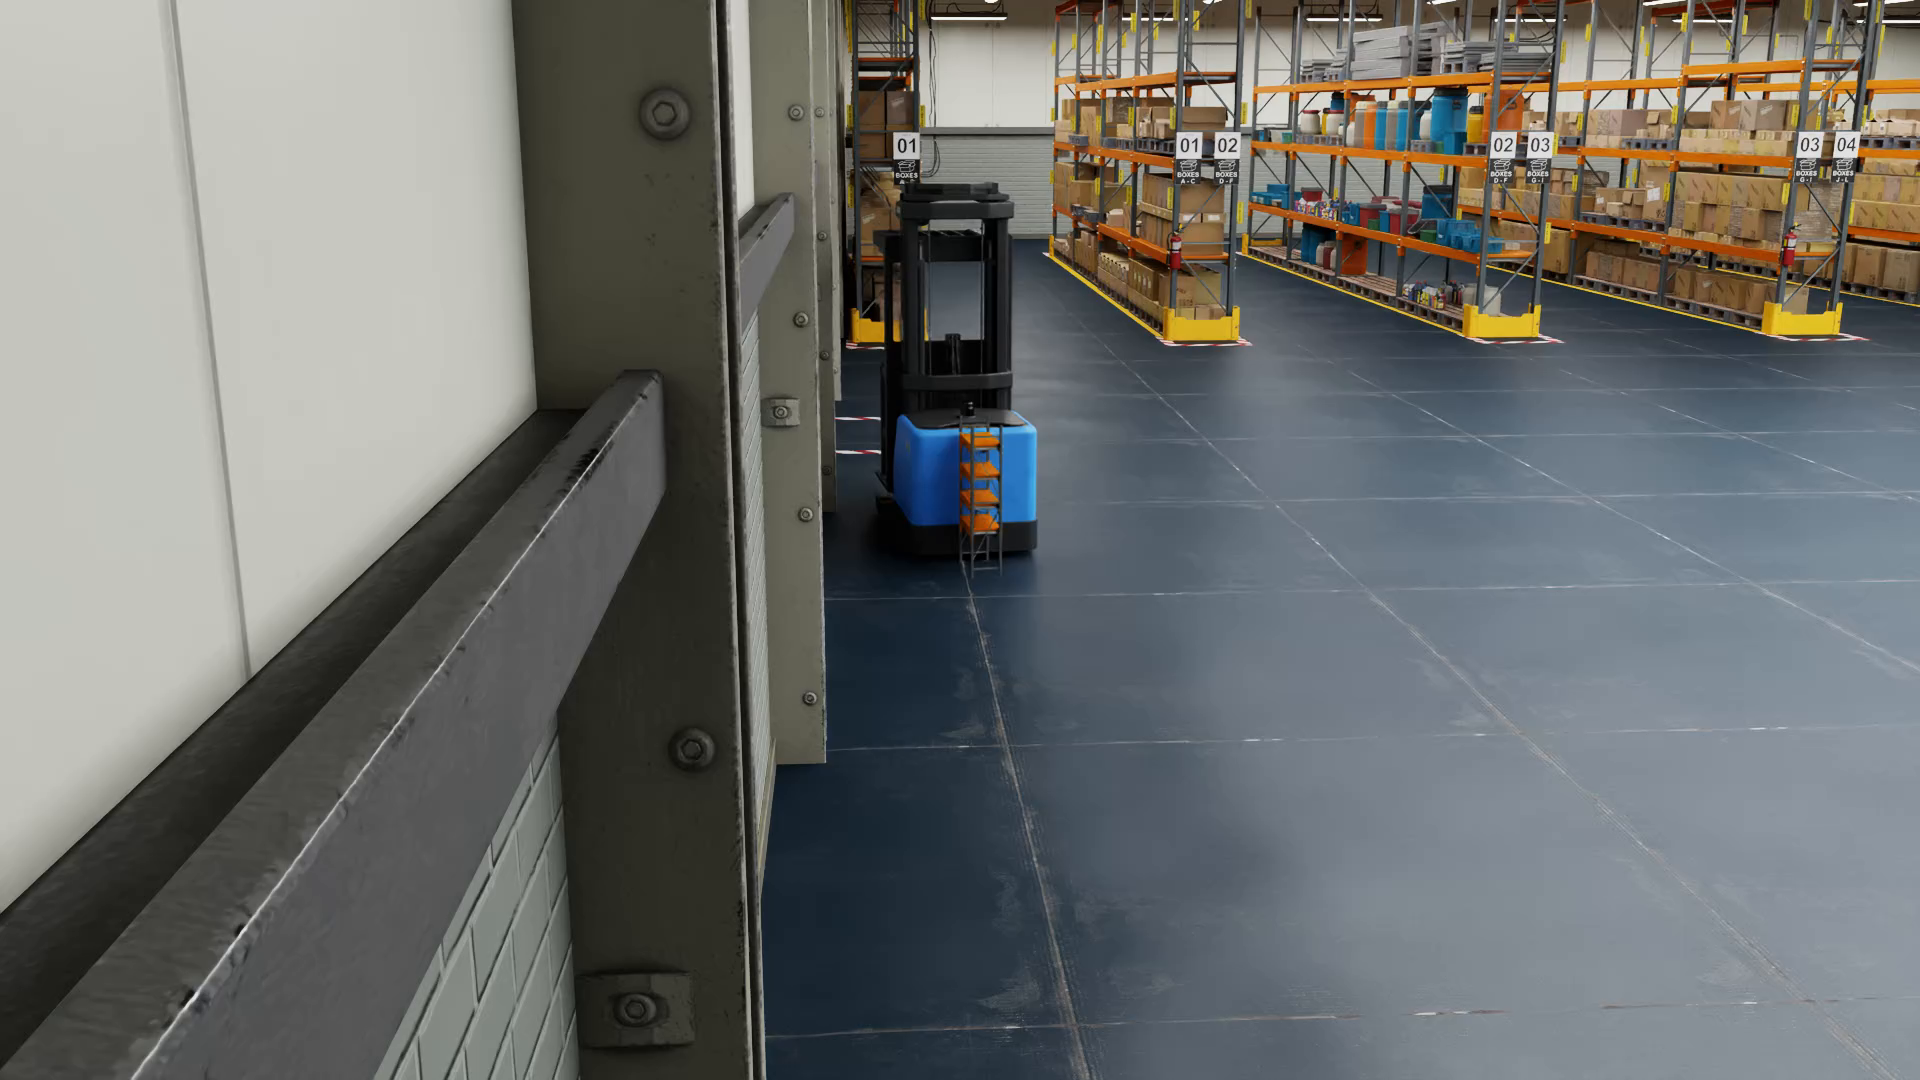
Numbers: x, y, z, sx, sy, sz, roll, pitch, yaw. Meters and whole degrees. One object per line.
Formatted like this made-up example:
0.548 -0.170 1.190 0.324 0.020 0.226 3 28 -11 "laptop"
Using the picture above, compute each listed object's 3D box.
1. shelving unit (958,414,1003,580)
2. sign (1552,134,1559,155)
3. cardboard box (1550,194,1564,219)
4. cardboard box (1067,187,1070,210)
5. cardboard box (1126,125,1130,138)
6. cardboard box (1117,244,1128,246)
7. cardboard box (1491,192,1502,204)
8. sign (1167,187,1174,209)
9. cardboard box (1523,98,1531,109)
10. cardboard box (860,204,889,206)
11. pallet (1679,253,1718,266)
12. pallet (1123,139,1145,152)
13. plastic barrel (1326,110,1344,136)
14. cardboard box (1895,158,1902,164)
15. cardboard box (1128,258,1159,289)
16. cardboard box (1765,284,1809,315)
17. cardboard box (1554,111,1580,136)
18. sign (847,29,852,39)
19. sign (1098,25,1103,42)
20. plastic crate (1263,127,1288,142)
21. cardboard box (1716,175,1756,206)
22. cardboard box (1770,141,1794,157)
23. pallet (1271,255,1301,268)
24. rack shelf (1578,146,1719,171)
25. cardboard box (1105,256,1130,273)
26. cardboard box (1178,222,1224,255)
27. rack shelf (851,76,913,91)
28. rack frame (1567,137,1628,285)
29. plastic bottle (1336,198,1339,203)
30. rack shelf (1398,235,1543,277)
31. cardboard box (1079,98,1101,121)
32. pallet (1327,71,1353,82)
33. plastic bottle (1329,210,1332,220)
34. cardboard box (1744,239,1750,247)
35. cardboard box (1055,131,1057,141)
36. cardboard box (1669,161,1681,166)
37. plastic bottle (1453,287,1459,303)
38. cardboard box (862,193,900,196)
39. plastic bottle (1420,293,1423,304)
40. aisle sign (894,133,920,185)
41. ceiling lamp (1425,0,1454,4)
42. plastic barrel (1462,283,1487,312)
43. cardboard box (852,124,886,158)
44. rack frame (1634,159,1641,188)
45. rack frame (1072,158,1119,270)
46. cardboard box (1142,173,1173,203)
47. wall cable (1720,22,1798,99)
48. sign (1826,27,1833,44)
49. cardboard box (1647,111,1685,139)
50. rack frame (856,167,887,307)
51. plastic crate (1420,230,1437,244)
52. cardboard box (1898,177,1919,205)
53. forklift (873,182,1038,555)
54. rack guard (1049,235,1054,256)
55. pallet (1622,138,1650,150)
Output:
0.158 -0.341 12.945 0.258 1.200 0.503 -3 15 -10 "shelving unit"
9.318 -6.196 26.050 0.100 0.325 0.005 -1 14 -3 "sign"
12.913 -7.089 35.358 0.500 0.500 0.500 -1 14 -4 "cardboard box"
2.760 -7.937 38.655 0.500 0.500 0.500 0 14 -2 "cardboard box"
3.487 -7.845 31.933 0.500 0.250 0.500 -1 14 -5 "cardboard box"
3.484 -6.150 36.044 0.500 0.500 0.500 -1 14 -5 "cardboard box"
12.679 -7.970 38.685 0.500 0.250 0.500 -1 14 -4 "cardboard box"
3.282 -5.327 25.910 0.100 0.325 0.005 -1 14 -3 "sign"
12.916 -10.142 38.657 0.500 0.250 0.500 -2 15 -7 "cardboard box"
-1.382 -5.118 26.654 0.500 0.500 0.500 -1 14 -3 "cardboard box"
17.848 -6.660 39.487 1.003 0.211 1.213 -1 14 -3 "pallet"
3.509 -7.230 30.471 0.805 0.209 1.217 -1 15 -6 "pallet"
8.012 -8.882 35.390 0.433 0.535 0.433 0 14 0 "plastic barrel"
22.575 -9.056 39.694 0.380 0.149 0.250 -1 14 -4 "cardboard box"
3.293 -4.766 29.699 0.500 0.500 0.500 -1 14 -3 "cardboard box"
13.690 -3.956 27.557 0.500 0.500 0.500 2 15 7 "cardboard box"
12.965 -8.866 35.402 0.500 0.500 0.500 0 14 0 "cardboard box"
-2.169 -9.993 32.614 0.100 0.325 0.005 -1 14 -3 "sign"
2.788 -10.031 32.920 0.100 0.325 0.005 -1 14 -3 "sign"
7.597 -9.749 40.002 0.504 0.338 0.767 -1 14 -3 "plastic crate"
13.343 -5.991 28.486 0.500 0.500 0.500 -1 14 -3 "cardboard box"
13.428 -6.304 26.789 0.500 0.250 0.500 -1 14 -2 "cardboard box"
7.940 -6.548 39.051 1.003 0.211 1.213 -1 14 -3 "pallet"
13.340 -7.404 32.209 1.077 0.370 4.000 -1 14 -3 "rack shelf"
3.138 -5.397 32.532 0.500 0.311 0.500 -1 14 -5 "cardboard box"
3.808 -4.821 26.542 0.700 0.500 0.500 -1 14 -3 "cardboard box"
-1.492 -8.434 30.993 1.077 0.370 4.000 -1 14 -3 "rack shelf"
13.216 -6.798 34.426 1.000 3.000 0.127 -1 14 -3 "rack frame"
8.420 -7.423 36.954 0.144 0.351 0.185 -1 14 -3 "plastic bottle"
8.644 -4.881 28.419 1.077 0.370 4.000 -1 14 -3 "rack shelf"
3.012 -9.746 37.659 0.700 0.500 0.500 -1 14 -3 "cardboard box"
8.259 -9.521 34.154 1.213 0.211 1.003 -1 14 -3 "pallet"
7.812 -6.830 34.949 0.097 0.201 0.097 0 14 0 "plastic bottle"
13.432 -5.003 27.955 0.380 0.149 0.250 -1 14 -3 "cardboard box"
2.611 -9.884 40.701 0.500 0.250 0.500 -1 14 -3 "cardboard box"
17.523 -9.018 40.251 0.500 0.500 0.500 -1 14 -5 "cardboard box"
8.779 -4.332 29.412 0.061 0.283 0.133 -1 14 -3 "plastic bottle"
-1.465 -6.264 31.270 0.700 0.500 0.500 1 14 4 "cardboard box"
8.162 -4.259 29.294 0.097 0.201 0.097 0 14 0 "plastic bottle"
-0.816 -5.824 25.426 0.394 0.787 0.004 -1 14 -3 "aisle sign"
10.870 -13.284 35.882 0.800 3.185 2.000 -1 14 -3 "ceiling lamp"
8.620 -4.017 27.770 0.421 0.512 0.421 0 14 0 "plastic barrel"
-1.398 -6.189 25.801 0.500 0.500 0.500 0 14 1 "cardboard box"
17.677 -8.839 42.359 1.000 3.000 0.127 -1 14 -3 "rack frame"
3.081 -7.640 37.702 1.000 3.000 0.127 -1 14 -3 "rack frame"
3.610 -6.217 29.366 0.700 0.500 0.500 -1 14 -3 "cardboard box"
22.729 -13.267 47.530 2.355 3.000 0.029 -1 14 -3 "wall cable"
17.632 -10.234 33.710 0.100 0.325 0.005 -1 14 -3 "sign"
13.474 -7.862 31.492 0.797 0.503 0.637 0 14 -1 "cardboard box"
-1.368 -5.573 29.668 1.000 3.000 0.127 -1 14 -3 "rack frame"
8.323 -5.282 28.960 0.450 0.188 0.662 -1 14 -3 "plastic crate"
18.350 -6.638 31.599 0.700 0.500 0.500 -1 14 -4 "cardboard box"
-0.147 -1.617 14.427 1.130 2.935 3.031 -3 15 -10 "forklift"
2.838 -7.406 41.806 1.175 0.500 0.348 -1 14 -3 "rack guard"
13.465 -7.578 31.815 1.213 0.211 1.003 -1 14 -3 "pallet"
